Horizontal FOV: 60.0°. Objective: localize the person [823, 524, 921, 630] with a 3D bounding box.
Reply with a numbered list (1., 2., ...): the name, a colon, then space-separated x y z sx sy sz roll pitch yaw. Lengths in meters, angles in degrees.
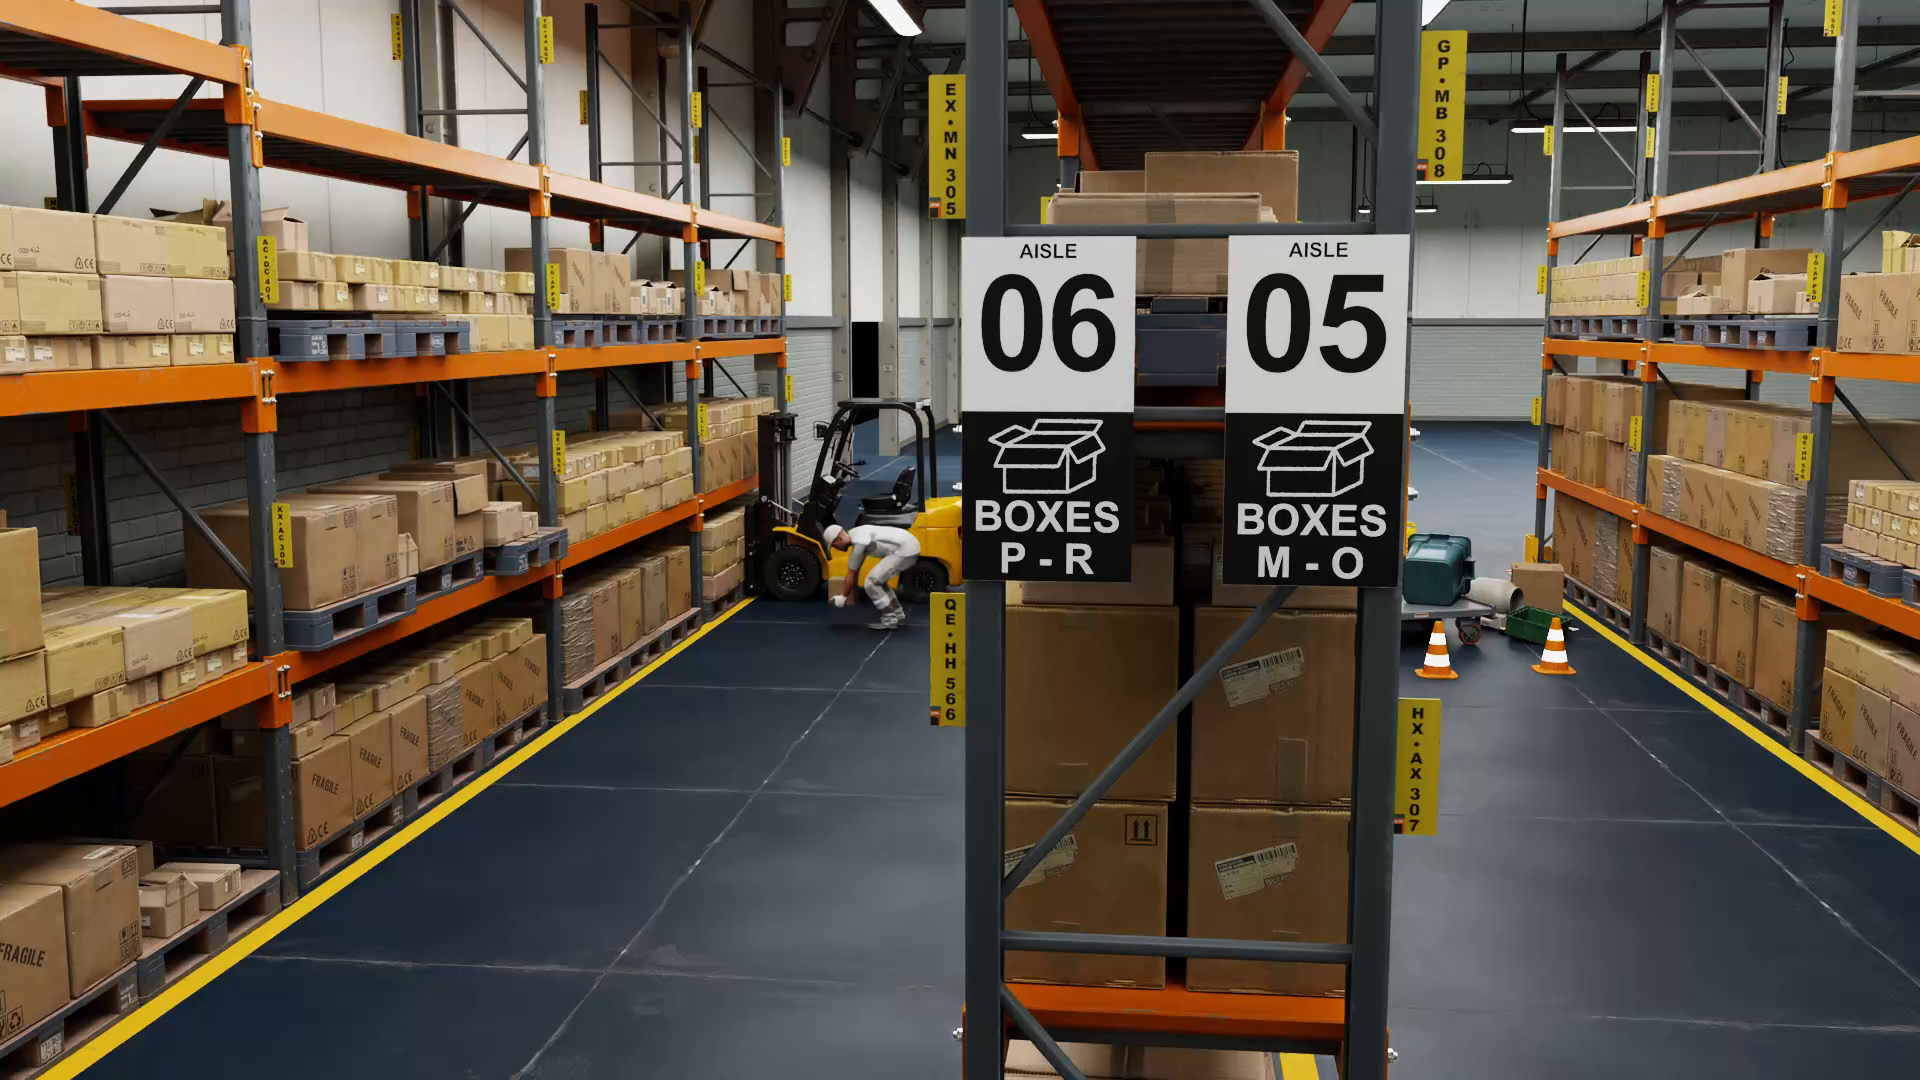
1. person: -0.864 0.359 16.394 0.958 1.024 0.524 0 8 3
